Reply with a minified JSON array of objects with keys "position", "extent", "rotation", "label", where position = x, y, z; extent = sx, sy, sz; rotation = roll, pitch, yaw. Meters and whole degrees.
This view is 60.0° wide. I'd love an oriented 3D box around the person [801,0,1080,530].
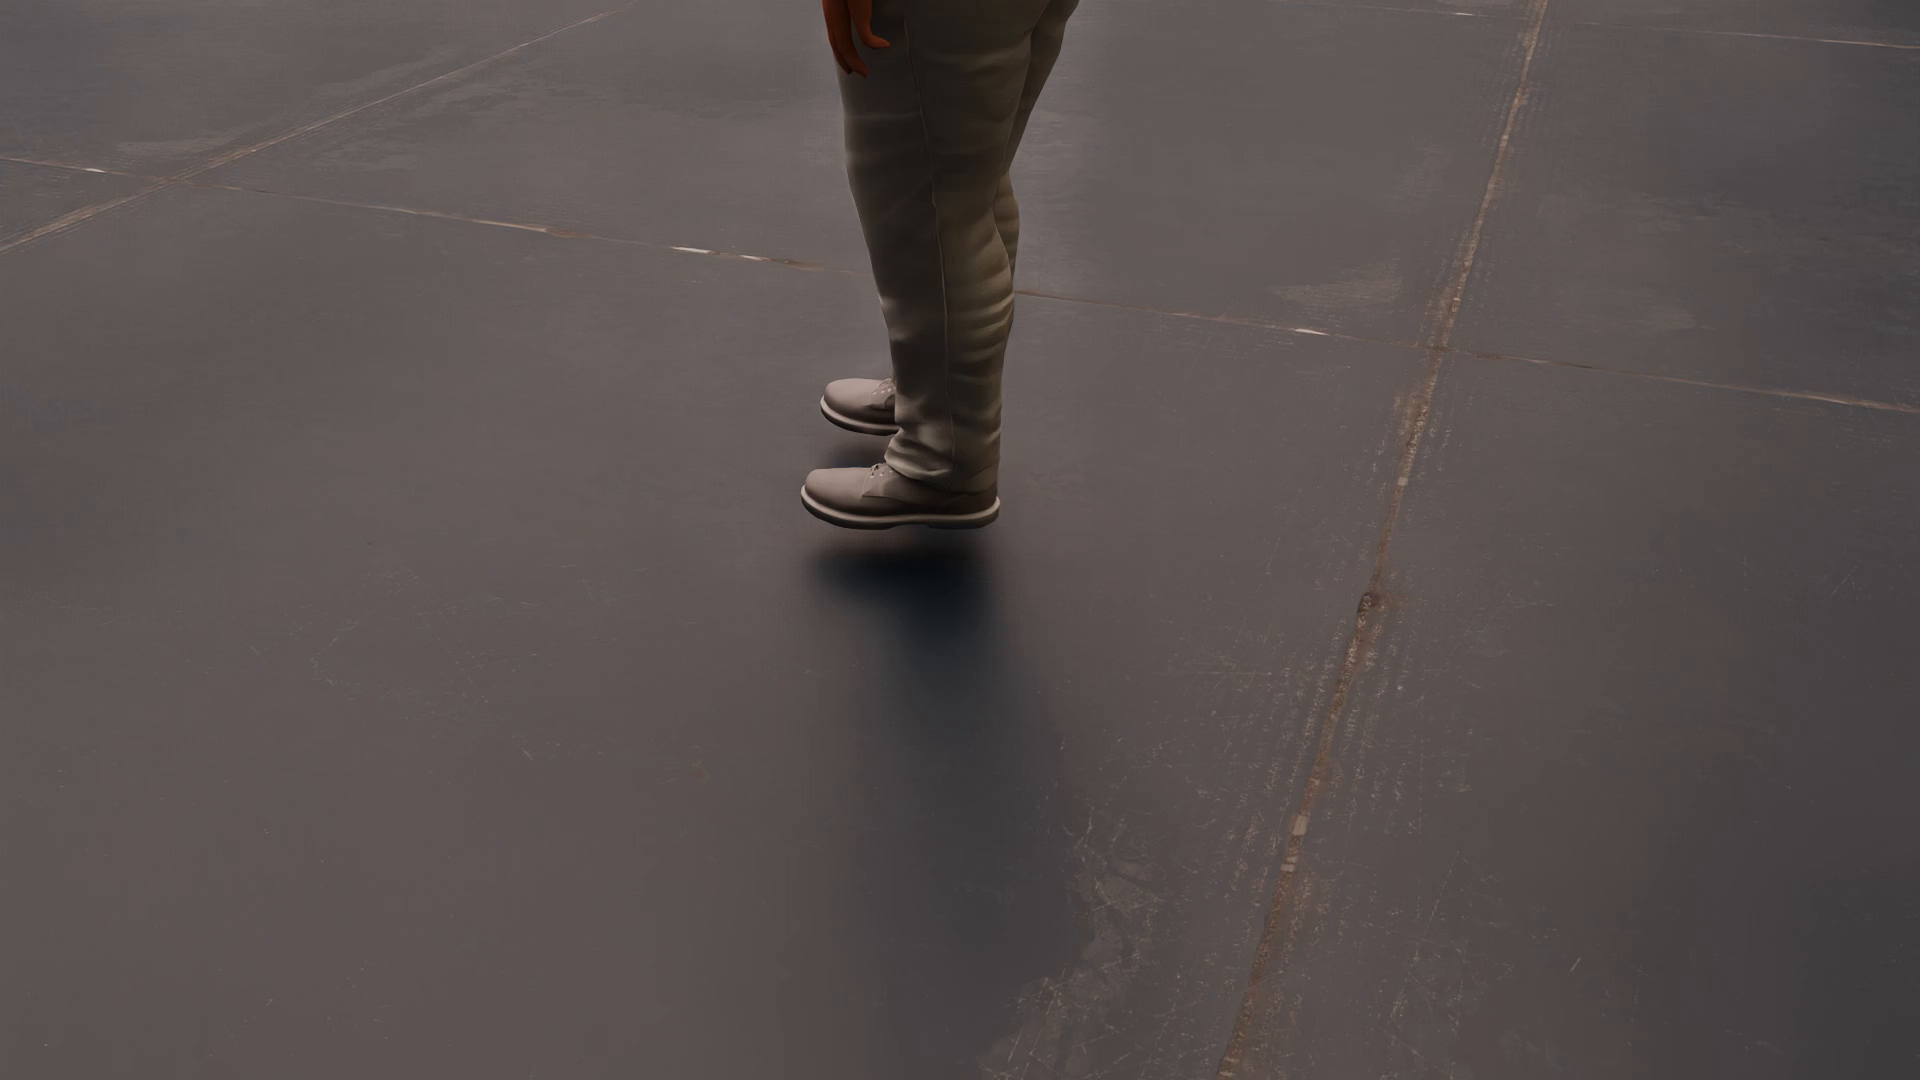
[{"position":[-0.064,-0.789,2.108],"extent":[0.529,1.670,0.598],"rotation":[10,31,18],"label":"person"}]
